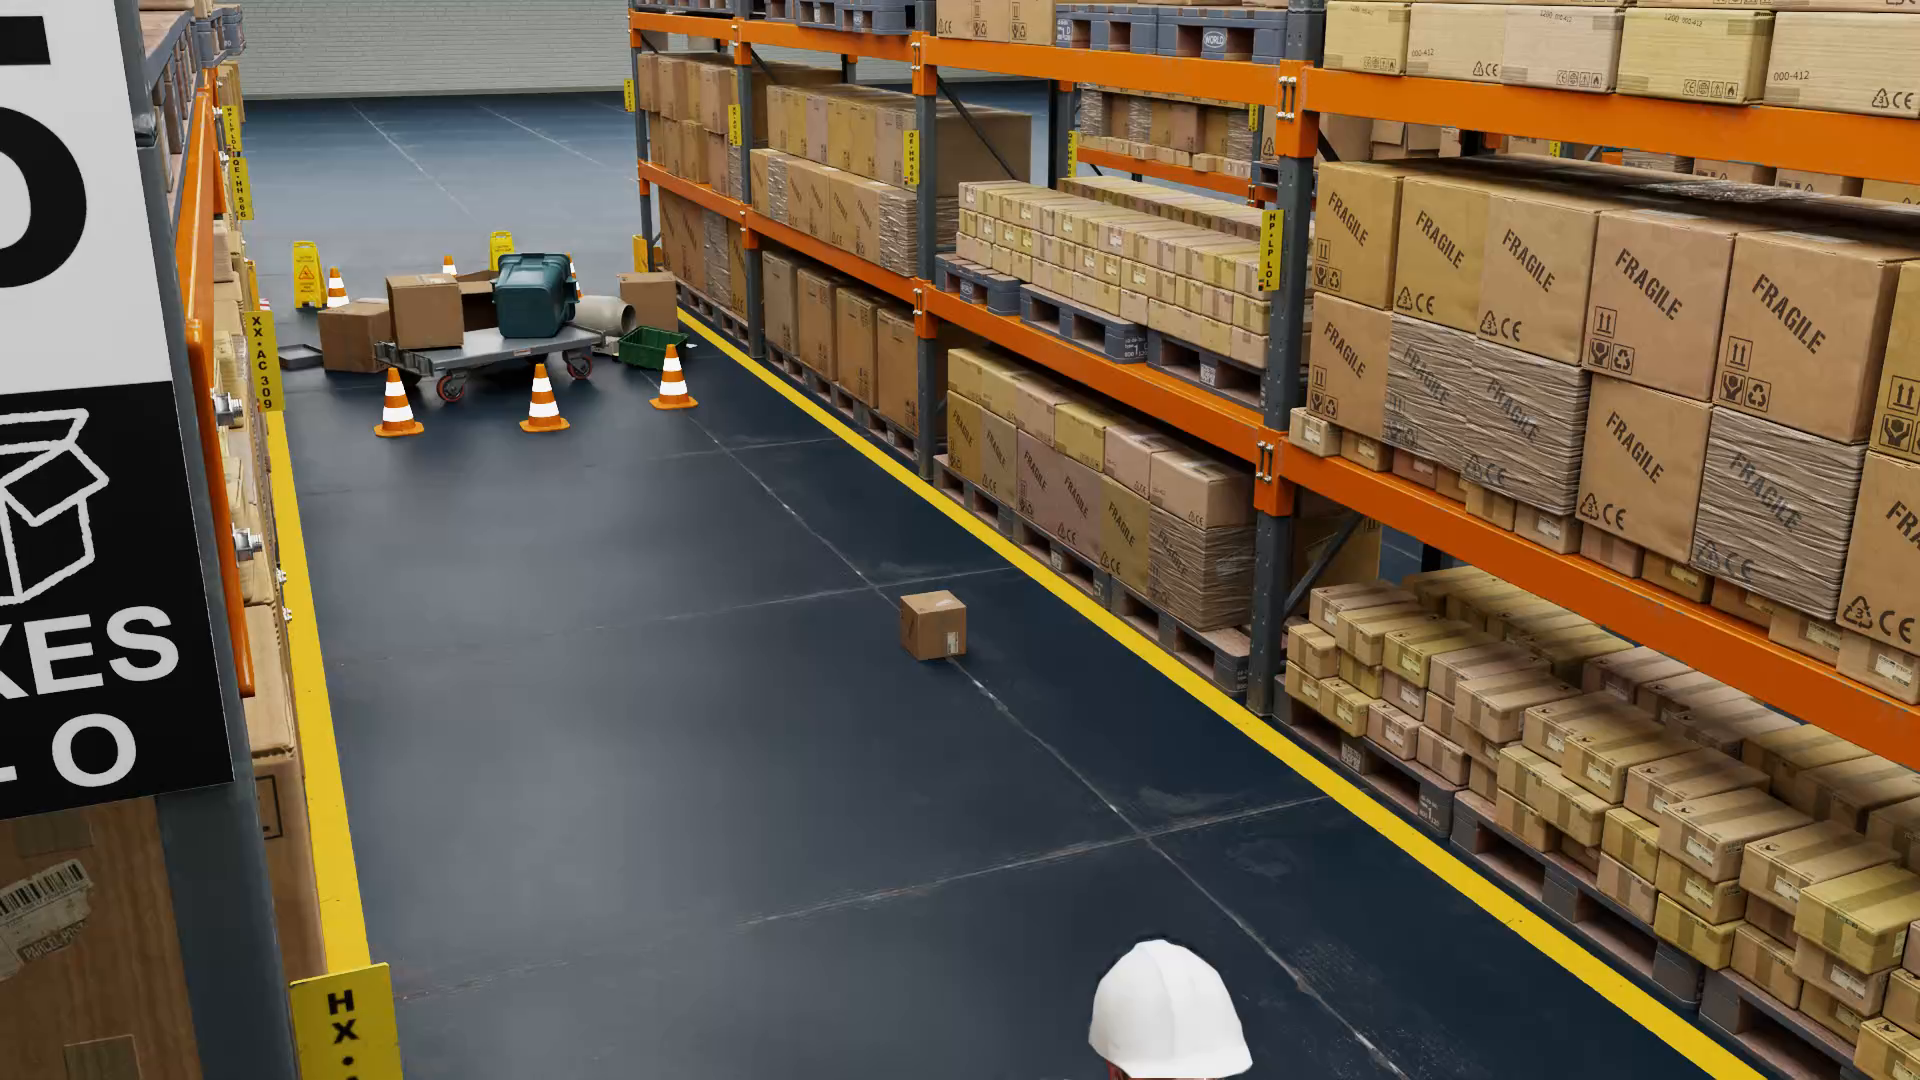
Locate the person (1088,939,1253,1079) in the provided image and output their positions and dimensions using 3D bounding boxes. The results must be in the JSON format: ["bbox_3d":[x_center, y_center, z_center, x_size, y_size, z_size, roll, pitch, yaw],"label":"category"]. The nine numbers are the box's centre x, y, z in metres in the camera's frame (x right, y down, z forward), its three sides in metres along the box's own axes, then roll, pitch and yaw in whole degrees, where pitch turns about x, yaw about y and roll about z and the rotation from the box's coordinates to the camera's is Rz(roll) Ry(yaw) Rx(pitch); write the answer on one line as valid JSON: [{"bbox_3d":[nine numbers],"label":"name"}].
[{"bbox_3d":[0.314,1.455,2.660,0.546,1.759,0.514,0,19,1],"label":"person"}]
